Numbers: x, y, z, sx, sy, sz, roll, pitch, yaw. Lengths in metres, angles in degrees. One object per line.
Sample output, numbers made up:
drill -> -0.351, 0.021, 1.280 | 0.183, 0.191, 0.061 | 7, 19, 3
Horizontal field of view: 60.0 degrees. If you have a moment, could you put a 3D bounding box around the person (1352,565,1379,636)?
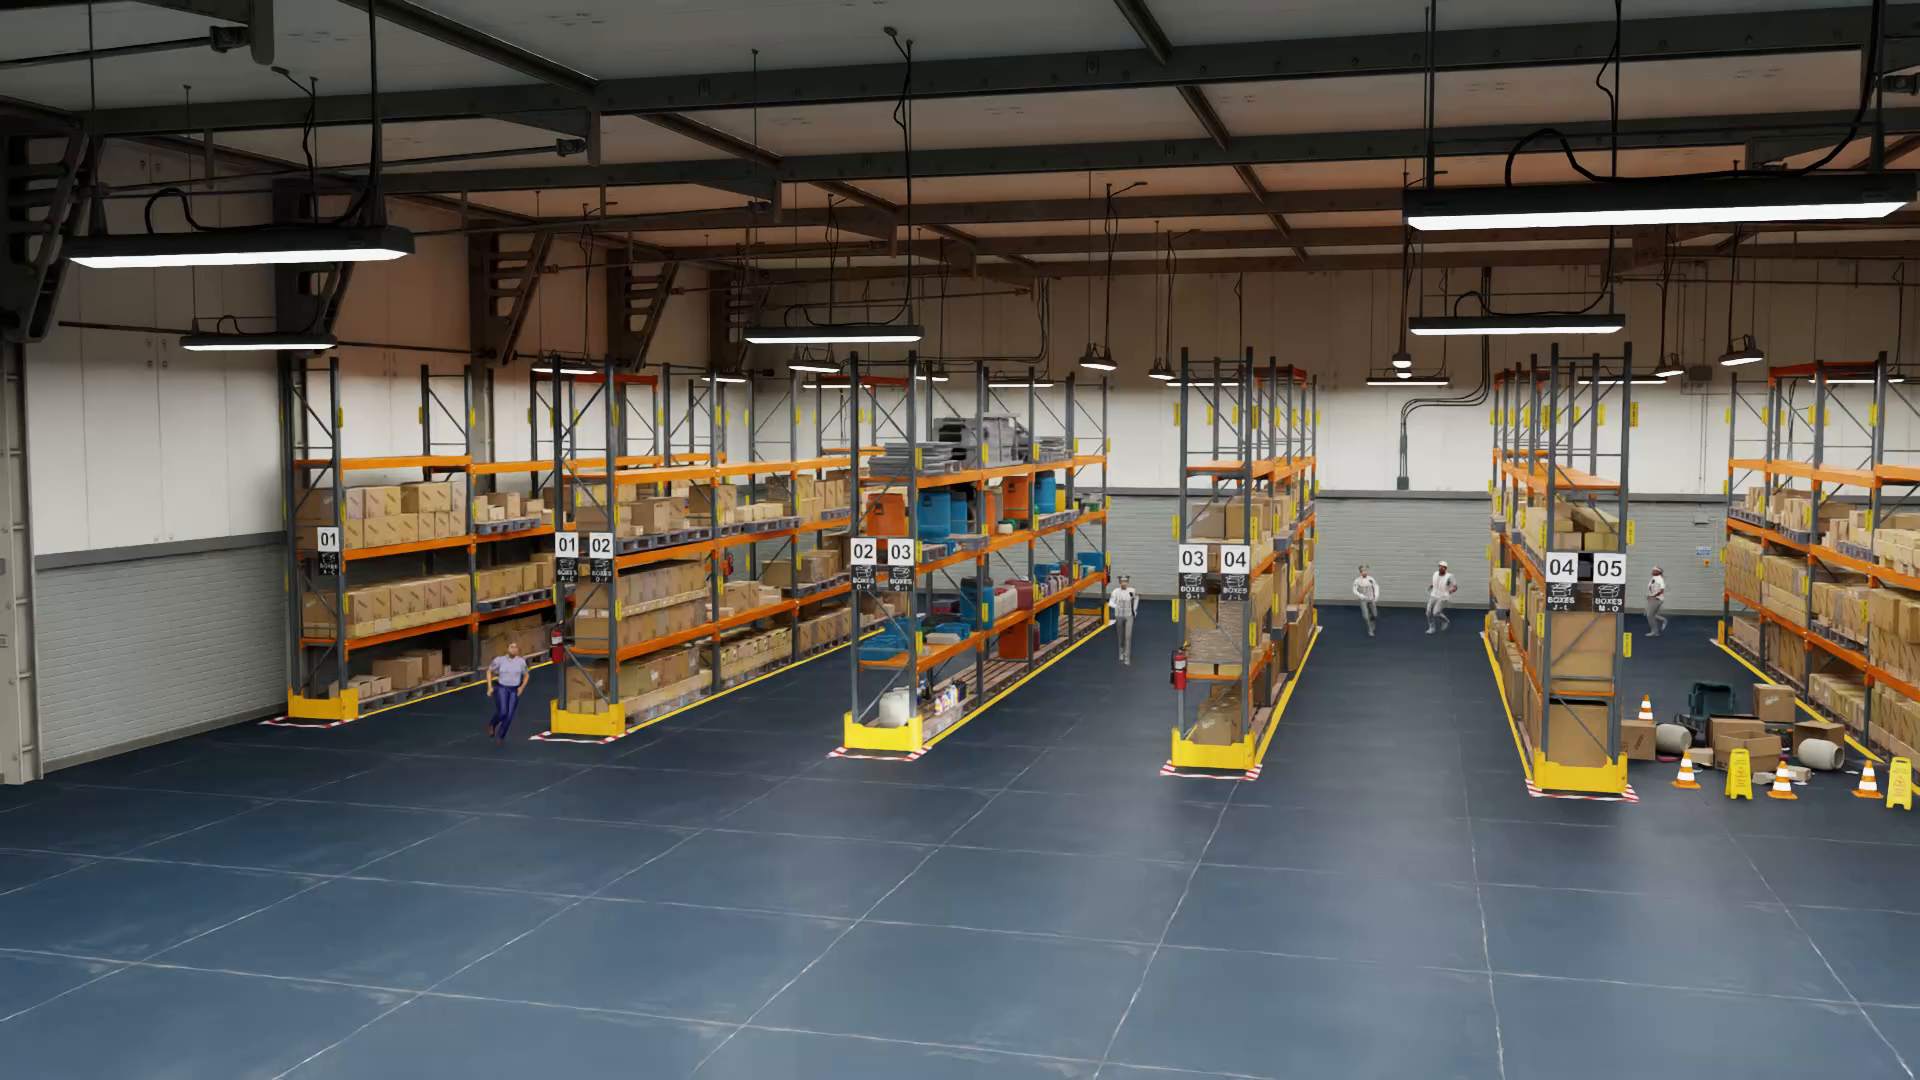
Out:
person -> 9.349, 1.385, 38.278 | 0.620, 1.632, 0.492 | 0, 4, 6

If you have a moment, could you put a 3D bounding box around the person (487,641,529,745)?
person -> -6.913, 2.346, 25.522 | 0.644, 1.573, 0.512 | -2, 5, -27

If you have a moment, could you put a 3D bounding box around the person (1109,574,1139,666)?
person -> 3.157, 1.513, 32.082 | 0.562, 1.734, 0.812 | 1, 4, 10

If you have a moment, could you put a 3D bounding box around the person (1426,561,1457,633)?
person -> 11.133, 1.327, 38.541 | 0.574, 1.701, 0.685 | -3, 5, -35

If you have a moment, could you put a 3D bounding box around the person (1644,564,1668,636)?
person -> 15.997, 1.382, 38.169 | 0.561, 1.660, 0.585 | 1, 4, 8
